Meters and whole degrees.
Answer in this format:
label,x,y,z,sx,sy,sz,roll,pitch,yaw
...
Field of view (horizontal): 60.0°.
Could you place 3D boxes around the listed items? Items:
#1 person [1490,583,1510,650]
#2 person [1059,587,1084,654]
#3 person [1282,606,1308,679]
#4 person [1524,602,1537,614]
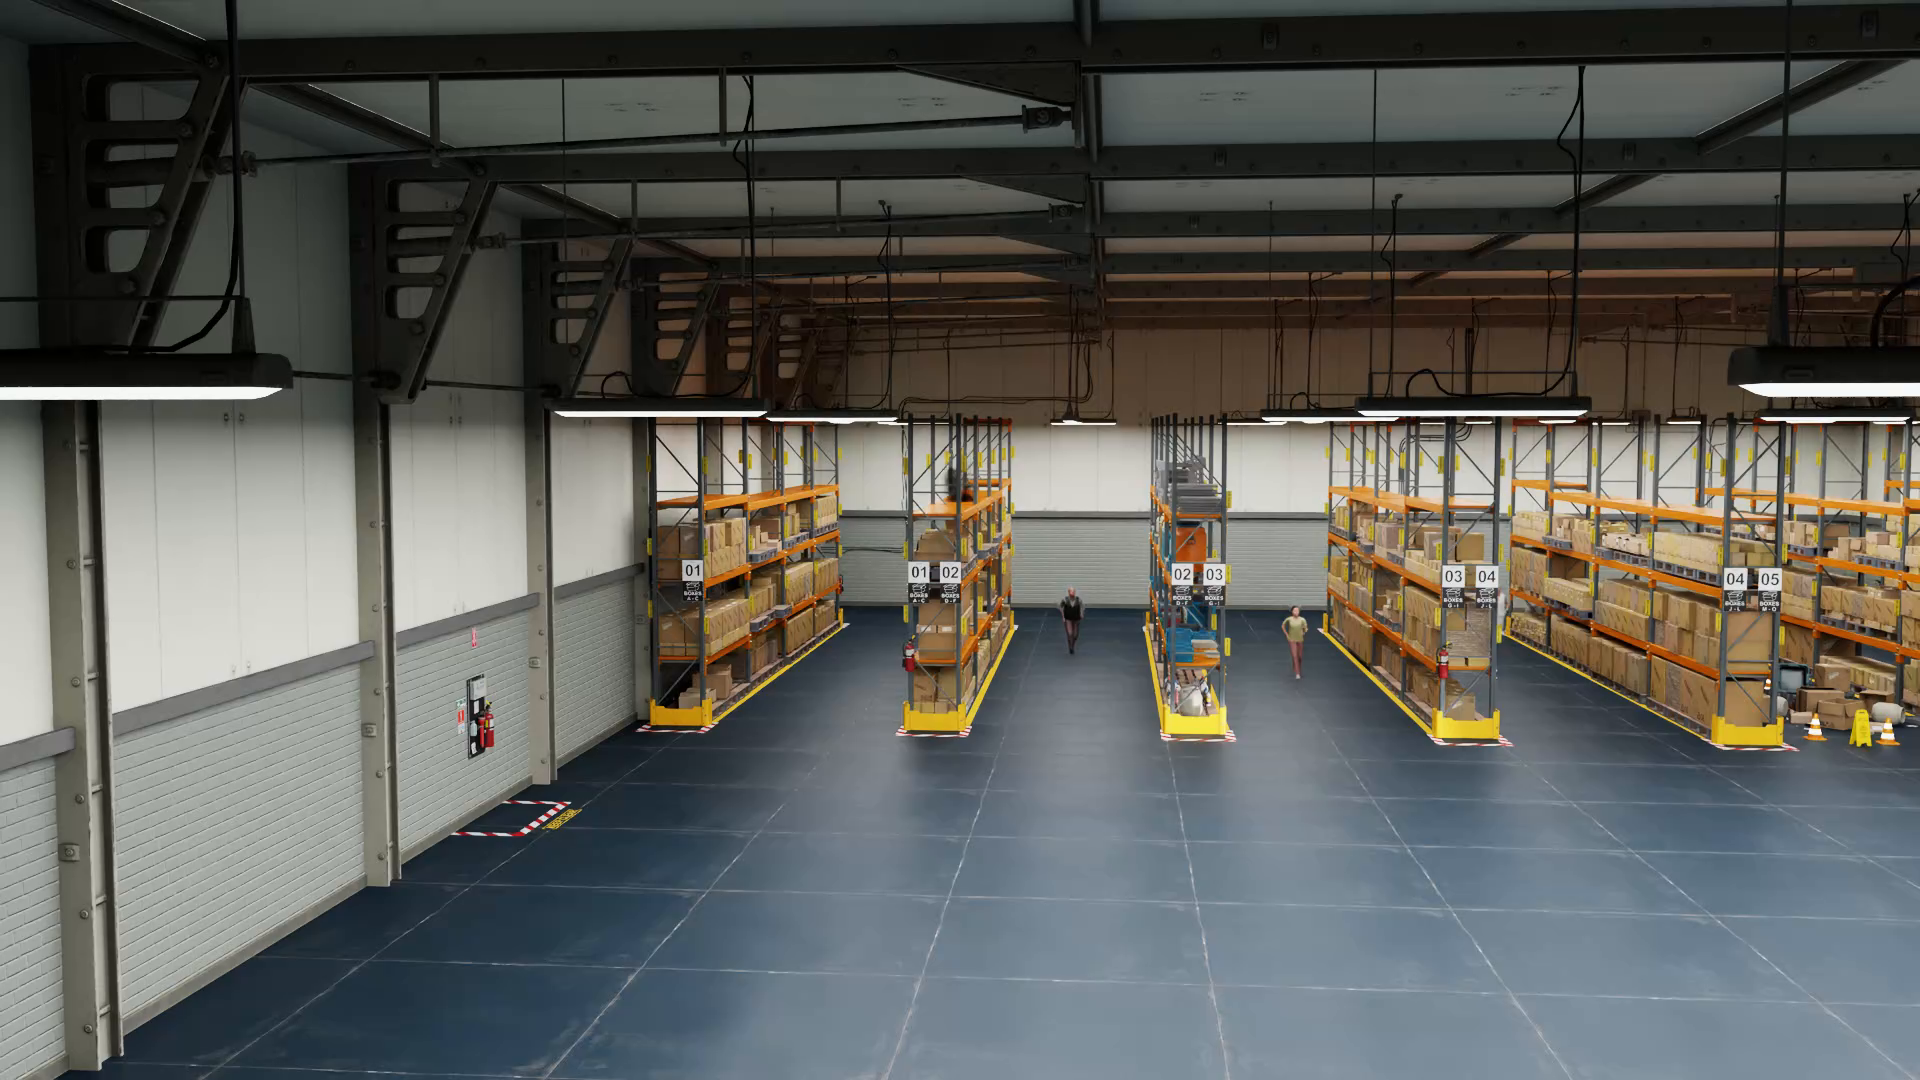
label,x,y,z,sx,sy,sz,roll,pitch,yaw
person,13.802,1.969,42.669,0.632,1.748,0.601,0,4,5
person,2.841,2.039,42.447,0.645,1.682,0.753,0,4,-5
person,7.681,2.325,38.100,0.588,1.654,0.797,0,4,1
person,16.254,1.725,47.262,0.724,1.642,0.625,0,4,7
